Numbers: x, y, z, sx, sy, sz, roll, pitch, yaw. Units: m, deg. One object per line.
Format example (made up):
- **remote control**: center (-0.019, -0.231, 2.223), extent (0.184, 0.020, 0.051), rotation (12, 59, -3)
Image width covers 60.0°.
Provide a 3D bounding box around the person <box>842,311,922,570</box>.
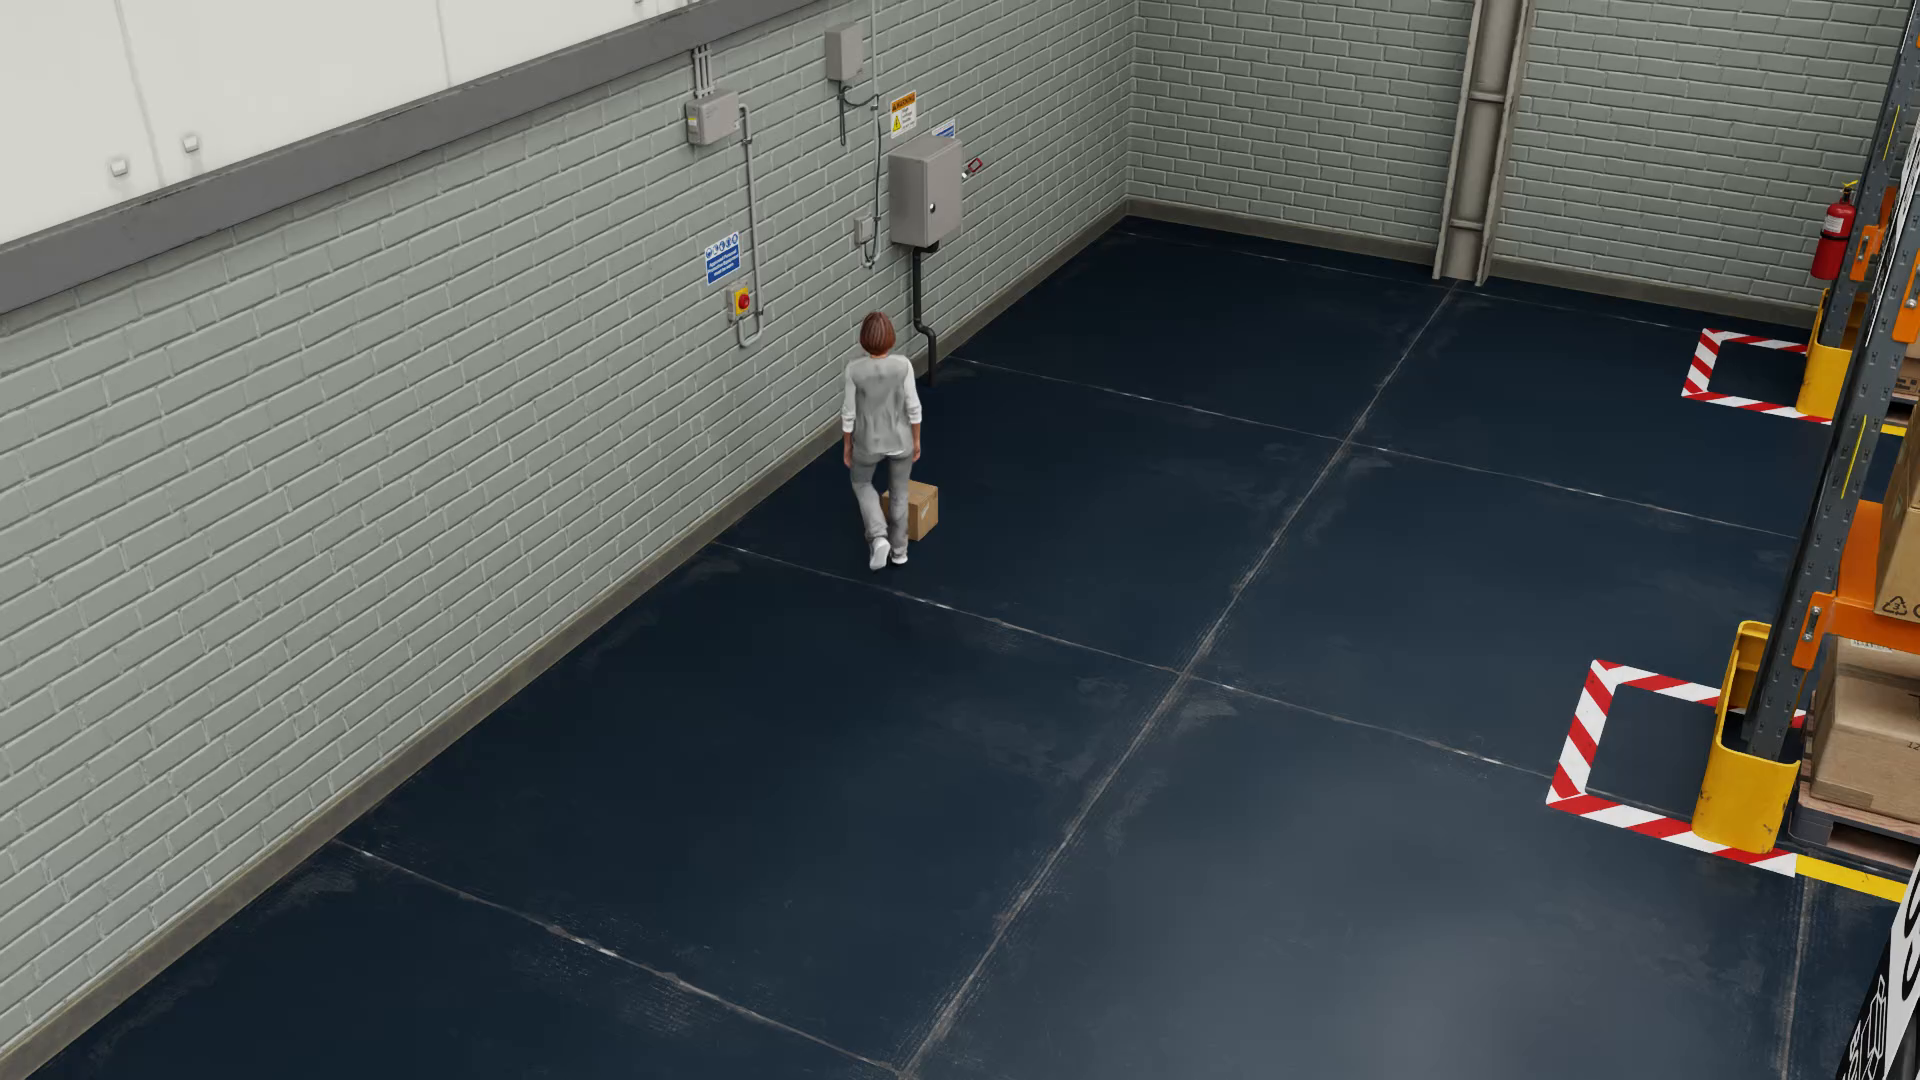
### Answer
- **person**: center (-0.430, -0.526, 9.170), extent (0.437, 1.600, 0.518), rotation (-4, 31, -7)
